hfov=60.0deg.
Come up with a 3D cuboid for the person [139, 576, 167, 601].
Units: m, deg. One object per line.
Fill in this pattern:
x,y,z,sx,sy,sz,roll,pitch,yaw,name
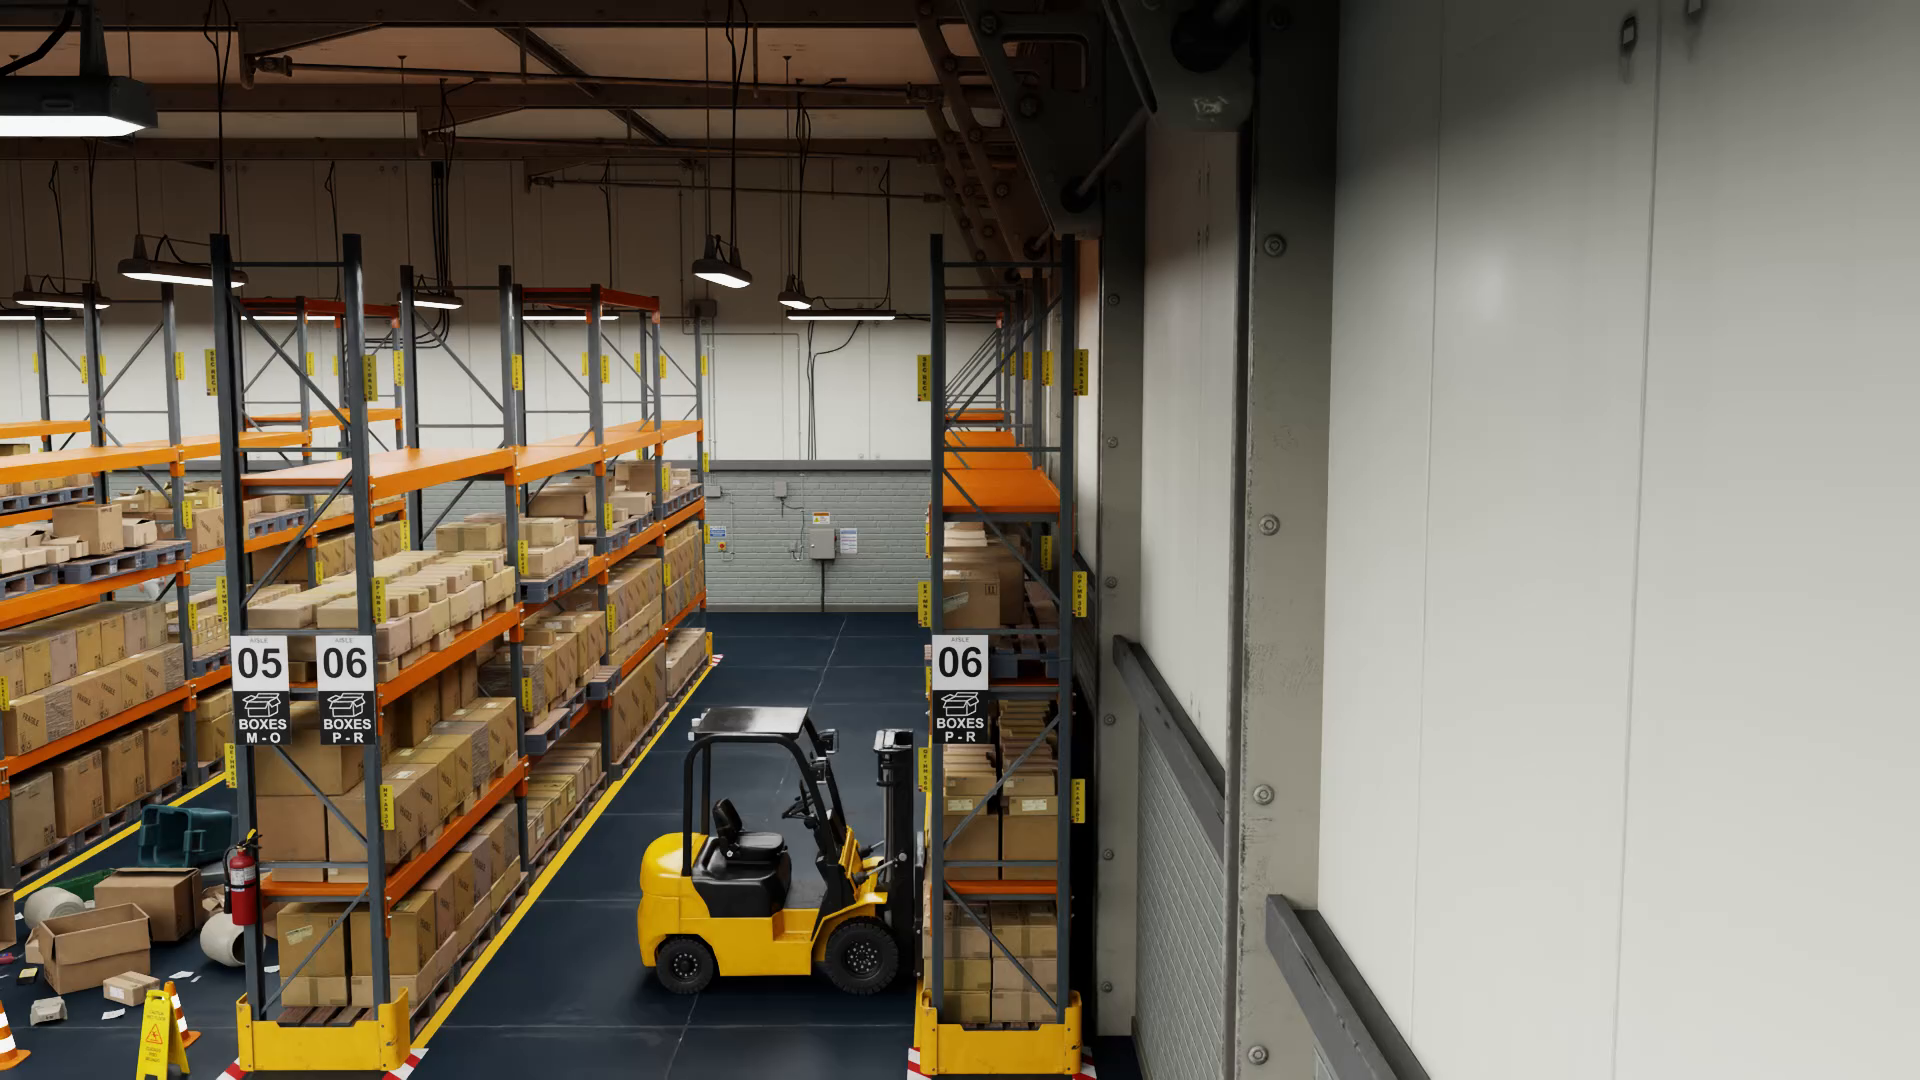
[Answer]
-15.500,0.769,31.899,0.883,1.724,0.539,1,6,13,person
